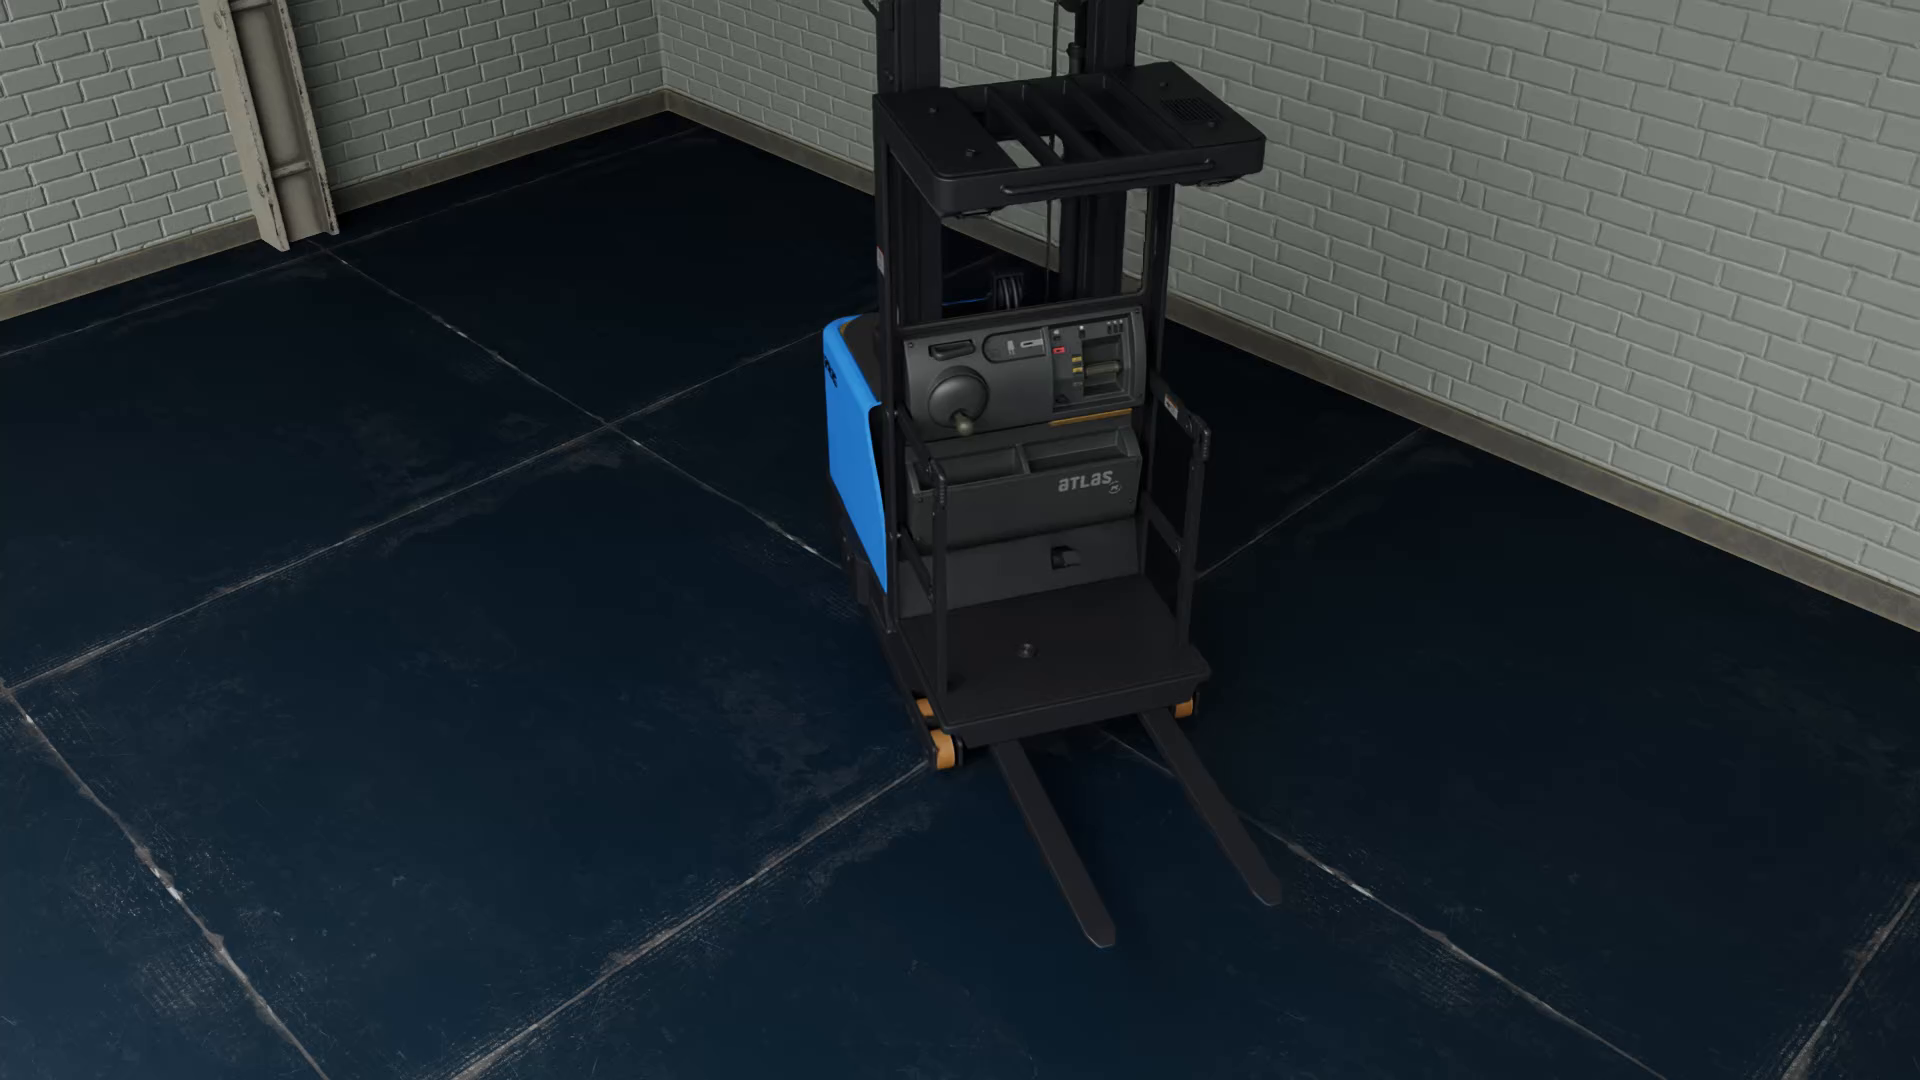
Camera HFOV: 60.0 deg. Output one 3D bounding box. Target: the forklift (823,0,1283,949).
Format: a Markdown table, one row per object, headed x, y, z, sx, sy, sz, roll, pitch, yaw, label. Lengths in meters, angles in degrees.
| x | y | z | sx | sy | sz | roll | pitch | yaw | label |
| --- | --- | --- | --- | --- | --- | --- | --- | --- | --- |
| 0.316 | -0.566 | 6.000 | 1.130 | 2.935 | 3.031 | -10 | 36 | -14 | forklift |

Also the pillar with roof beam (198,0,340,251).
| x | y | z | sx | sy | sz | roll | pitch | yaw | label |
| --- | --- | --- | --- | --- | --- | --- | --- | --- | --- |
| -1.120 | -3.887 | 5.456 | 9.100 | 9.000 | 0.400 | 30 | 45 | 35 | pillar with roof beam |
